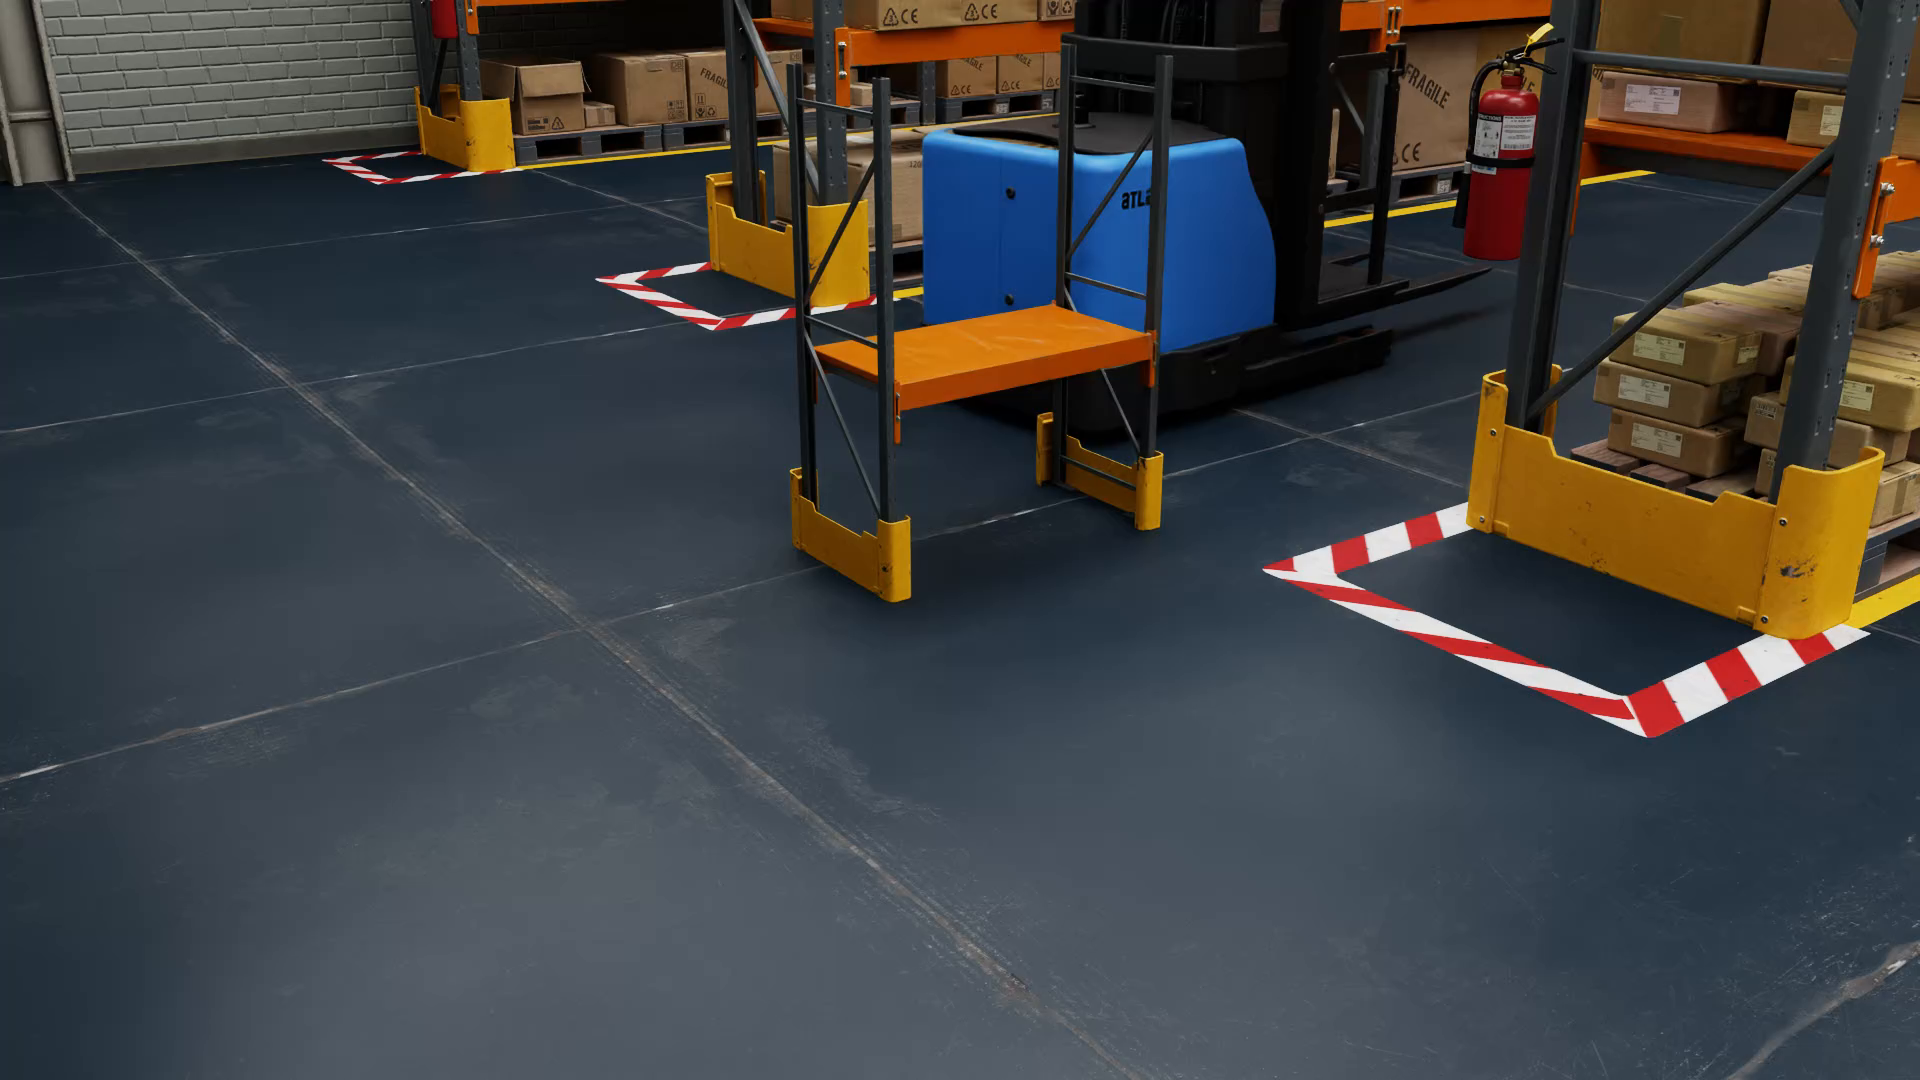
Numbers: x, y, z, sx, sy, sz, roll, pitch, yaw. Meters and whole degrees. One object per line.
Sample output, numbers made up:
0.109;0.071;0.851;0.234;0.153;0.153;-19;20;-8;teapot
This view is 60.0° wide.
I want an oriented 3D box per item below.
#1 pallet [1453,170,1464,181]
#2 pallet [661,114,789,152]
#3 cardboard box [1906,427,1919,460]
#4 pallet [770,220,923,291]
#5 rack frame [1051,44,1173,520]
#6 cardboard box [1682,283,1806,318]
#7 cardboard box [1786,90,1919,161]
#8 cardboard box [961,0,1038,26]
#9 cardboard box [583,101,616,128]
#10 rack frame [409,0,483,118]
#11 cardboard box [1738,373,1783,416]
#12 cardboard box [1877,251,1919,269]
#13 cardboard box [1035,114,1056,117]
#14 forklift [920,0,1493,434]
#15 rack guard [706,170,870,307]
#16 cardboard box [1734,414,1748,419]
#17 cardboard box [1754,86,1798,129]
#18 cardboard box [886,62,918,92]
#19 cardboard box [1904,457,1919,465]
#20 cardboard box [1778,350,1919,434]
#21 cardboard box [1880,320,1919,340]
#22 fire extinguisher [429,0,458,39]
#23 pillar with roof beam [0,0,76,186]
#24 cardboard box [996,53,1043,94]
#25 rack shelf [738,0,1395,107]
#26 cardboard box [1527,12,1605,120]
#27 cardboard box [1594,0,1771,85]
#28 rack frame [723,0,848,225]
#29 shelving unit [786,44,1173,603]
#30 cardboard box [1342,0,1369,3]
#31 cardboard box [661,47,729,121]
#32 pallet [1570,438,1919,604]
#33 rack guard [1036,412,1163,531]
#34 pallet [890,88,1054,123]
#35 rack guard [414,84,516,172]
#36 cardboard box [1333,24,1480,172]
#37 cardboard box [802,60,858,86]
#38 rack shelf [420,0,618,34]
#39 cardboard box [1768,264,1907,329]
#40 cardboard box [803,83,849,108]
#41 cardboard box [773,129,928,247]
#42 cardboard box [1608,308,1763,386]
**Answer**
3.925;-2.790;12.104;1.213;0.211;1.003;-15;26;-33;pallet
-2.100;-3.413;13.666;1.213;0.211;1.003;-15;26;-33;pallet
2.908;-0.384;5.191;0.250;0.149;0.380;-15;26;-33;cardboard box
-0.293;-1.666;9.286;1.213;0.211;1.003;-15;26;-33;pallet
0.482;-0.825;5.440;0.032;1.500;0.500;-15;26;-33;rack frame
2.732;-0.766;5.747;0.250;0.149;0.380;-16;27;-34;cardboard box
2.531;-1.152;4.574;0.250;0.149;0.380;-15;26;-33;cardboard box
0.056;-2.946;8.597;0.500;0.500;0.500;-15;26;-34;cardboard box
-2.878;-3.312;12.928;0.250;0.149;0.380;-16;27;-35;cardboard box
-3.798;-4.257;12.016;0.127;3.000;1.000;-15;26;-33;rack frame
2.582;-0.546;5.597;0.250;0.149;0.380;-16;27;-34;cardboard box
3.640;-0.967;6.250;0.250;0.149;0.380;-15;26;-33;cardboard box
1.052;-2.337;10.097;0.875;0.438;0.875;-16;27;-34;cardboard box
1.266;-2.205;6.967;3.031;2.935;1.130;-19;28;-39;forklift
-0.915;-1.598;8.726;0.348;0.500;1.175;-15;26;-33;rack guard
2.532;-0.431;5.708;0.250;0.149;0.380;-14;26;-31;cardboard box
2.400;-1.378;5.142;0.250;0.149;0.380;-15;26;-33;cardboard box
-0.325;-4.352;15.061;0.500;0.500;0.500;-15;26;-33;cardboard box
2.854;-0.266;5.296;0.250;0.149;0.380;-15;26;-33;cardboard box
2.701;-0.455;4.967;0.250;0.149;0.380;-16;27;-35;cardboard box
3.134;-0.567;5.248;0.250;0.149;0.380;-15;26;-33;cardboard box
-3.647;-3.877;11.672;0.183;0.674;0.296;-15;26;-33;fire extinguisher
-3.999;-5.435;6.876;0.400;9.000;9.100;-15;26;-33;pillar with roof beam
0.400;-4.312;14.961;0.500;0.500;0.500;-15;26;-34;cardboard box
0.728;-2.863;9.494;4.000;0.370;1.077;-15;26;-33;rack shelf
4.262;-3.388;12.139;0.875;0.875;0.875;-15;26;-32;cardboard box
2.292;-1.656;4.963;0.500;0.500;0.500;-14;26;-32;cardboard box
-0.896;-2.764;8.276;0.127;3.000;1.000;-15;26;-33;rack frame
0.062;-0.713;5.160;1.083;1.500;0.587;-15;26;-33;shelving unit
2.124;-3.499;9.983;0.500;0.500;0.500;-15;26;-32;cardboard box
-2.042;-3.652;13.308;0.500;0.500;0.500;-14;26;-32;cardboard box
2.819;-0.183;5.571;1.213;0.211;1.003;-15;26;-33;pallet
0.466;-0.240;5.662;0.087;0.250;0.587;-15;26;-33;rack guard
0.087;-4.015;15.173;1.213;0.211;1.003;-15;26;-33;pallet
-3.736;-3.112;12.521;0.348;0.500;1.175;-15;26;-33;rack guard
2.808;-2.996;11.158;0.875;0.875;0.875;-14;26;-31;cardboard box
-1.225;-3.997;14.426;0.500;0.311;0.500;-14;26;-31;cardboard box
-2.174;-4.355;13.235;4.000;0.370;1.077;-15;26;-33;rack shelf
3.165;-0.878;6.027;0.250;0.149;0.380;-14;26;-31;cardboard box
-1.121;-3.761;13.898;0.258;0.266;0.396;-14;26;-31;cardboard box
-0.419;-1.942;9.107;0.875;0.438;0.875;-16;27;-35;cardboard box
2.359;-0.635;5.417;0.250;0.149;0.380;-15;26;-32;cardboard box
